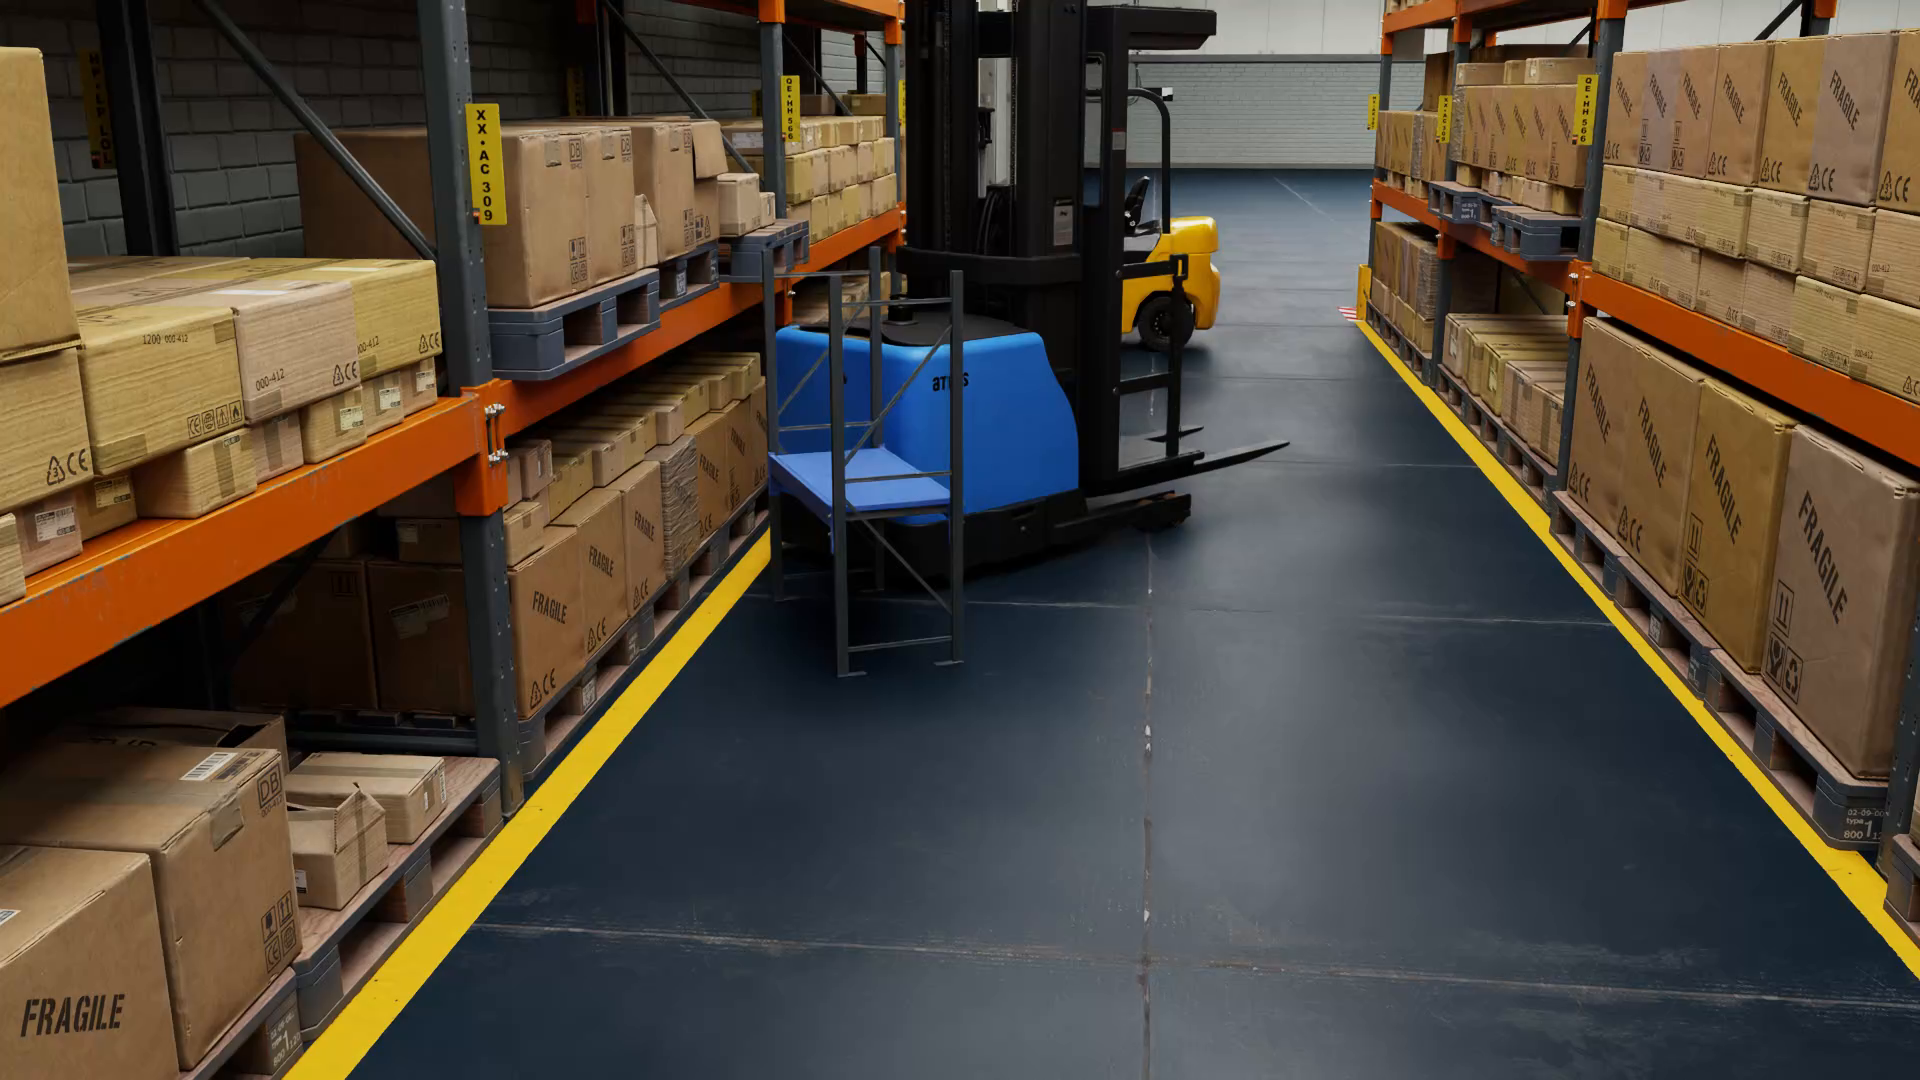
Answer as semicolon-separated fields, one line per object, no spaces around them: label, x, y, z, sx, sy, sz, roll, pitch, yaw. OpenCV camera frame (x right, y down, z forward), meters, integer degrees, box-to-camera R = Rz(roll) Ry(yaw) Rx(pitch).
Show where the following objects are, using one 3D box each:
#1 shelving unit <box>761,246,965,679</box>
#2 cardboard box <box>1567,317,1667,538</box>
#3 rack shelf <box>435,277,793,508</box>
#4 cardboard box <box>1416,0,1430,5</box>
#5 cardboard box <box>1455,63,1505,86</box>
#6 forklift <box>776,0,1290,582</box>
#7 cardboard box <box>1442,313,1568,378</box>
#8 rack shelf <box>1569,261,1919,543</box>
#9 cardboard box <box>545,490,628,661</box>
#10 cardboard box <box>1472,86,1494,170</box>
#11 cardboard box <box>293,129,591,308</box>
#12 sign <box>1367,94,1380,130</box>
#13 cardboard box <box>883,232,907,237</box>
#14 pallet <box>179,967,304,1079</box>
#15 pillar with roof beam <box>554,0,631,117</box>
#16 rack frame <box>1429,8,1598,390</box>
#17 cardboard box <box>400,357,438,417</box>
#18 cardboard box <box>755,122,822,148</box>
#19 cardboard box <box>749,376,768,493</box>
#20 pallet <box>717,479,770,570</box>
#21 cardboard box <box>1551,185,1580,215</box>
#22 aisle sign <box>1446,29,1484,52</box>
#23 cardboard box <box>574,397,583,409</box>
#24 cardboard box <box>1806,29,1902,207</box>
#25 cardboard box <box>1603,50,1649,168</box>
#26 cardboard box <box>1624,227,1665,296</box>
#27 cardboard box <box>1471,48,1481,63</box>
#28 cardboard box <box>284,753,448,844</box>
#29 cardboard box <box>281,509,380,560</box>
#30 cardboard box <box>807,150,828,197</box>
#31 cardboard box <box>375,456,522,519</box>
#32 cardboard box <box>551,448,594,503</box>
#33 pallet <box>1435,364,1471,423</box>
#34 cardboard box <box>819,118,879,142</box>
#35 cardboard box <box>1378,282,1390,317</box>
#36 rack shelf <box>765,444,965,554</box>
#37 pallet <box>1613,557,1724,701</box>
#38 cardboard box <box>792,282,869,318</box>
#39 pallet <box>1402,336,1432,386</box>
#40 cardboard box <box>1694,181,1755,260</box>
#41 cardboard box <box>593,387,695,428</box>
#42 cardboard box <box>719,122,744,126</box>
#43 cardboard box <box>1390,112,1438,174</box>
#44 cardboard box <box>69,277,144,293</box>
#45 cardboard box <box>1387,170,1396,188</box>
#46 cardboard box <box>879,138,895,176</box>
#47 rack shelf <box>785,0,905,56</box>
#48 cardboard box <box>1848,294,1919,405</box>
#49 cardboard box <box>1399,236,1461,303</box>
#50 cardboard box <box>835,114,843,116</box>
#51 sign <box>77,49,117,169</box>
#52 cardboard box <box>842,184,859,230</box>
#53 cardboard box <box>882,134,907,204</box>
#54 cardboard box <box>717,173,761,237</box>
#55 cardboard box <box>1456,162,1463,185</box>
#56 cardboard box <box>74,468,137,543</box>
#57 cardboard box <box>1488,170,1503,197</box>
shelving unit;-0.400;-0.354;6.599;0.538;1.500;1.048;-5;16;-19
cardboard box;3.374;-0.523;7.616;0.875;0.875;0.875;2;15;6
rack shelf;-1.623;-0.802;6.760;1.077;0.370;4.000;2;15;6
cardboard box;3.946;-4.443;13.582;0.380;0.149;0.250;1;15;5
cardboard box;3.582;-3.156;11.280;0.380;0.149;0.250;2;15;6
forklift;0.533;-1.538;8.233;3.031;2.935;1.130;-14;21;-42
cardboard box;3.929;-1.358;11.668;0.950;0.372;0.625;2;15;7
rack shelf;3.309;-0.657;6.222;1.077;0.370;4.000;2;15;6
cardboard box;-1.521;0.116;5.970;0.500;0.500;0.500;1;15;6
cardboard box;3.523;-2.584;10.405;0.500;0.500;0.500;2;15;6
cardboard box;-1.572;-1.000;5.119;0.700;0.500;0.500;2;15;8
sign;3.898;-4.031;15.666;0.100;0.325;0.005;2;15;6
cardboard box;-0.468;-2.441;13.992;0.500;0.250;0.500;2;15;8
pallet;-2.063;1.211;3.279;1.003;0.211;1.213;2;15;6
pillar with roof beam;2.131;-4.802;8.681;9.100;9.000;0.400;2;15;6
rack frame;3.986;-2.560;11.884;1.000;3.000;0.127;2;15;6
cardboard box;-1.634;-0.419;4.447;0.380;0.149;0.250;2;15;7
cardboard box;-1.021;-2.374;9.762;0.380;0.149;0.250;2;15;7
cardboard box;-1.232;-0.548;8.426;0.500;0.500;0.500;2;15;8
pallet;-1.520;-0.129;8.236;1.003;0.211;1.213;2;15;6
cardboard box;3.296;-1.768;8.630;0.380;0.149;0.250;2;15;7
aisle sign;4.733;-4.860;15.409;0.394;0.787;0.004;2;15;6
cardboard box;-1.876;-0.579;7.299;0.380;0.149;0.250;1;15;5
cardboard box;2.935;-1.274;5.020;0.500;0.500;0.500;2;15;7
cardboard box;3.236;-1.933;7.457;0.500;0.500;0.500;1;15;4
cardboard box;3.189;-1.197;7.130;0.500;0.250;0.500;1;15;5
cardboard box;4.414;-3.604;13.066;0.700;0.500;0.500;1;15;5
cardboard box;-1.620;0.696;4.498;0.380;0.149;0.250;1;15;5
cardboard box;-2.094;-0.044;5.318;0.380;0.149;0.250;1;15;4
cardboard box;-1.047;-2.075;9.417;0.500;0.250;0.500;2;15;8
cardboard box;-1.604;-0.170;5.217;0.380;0.149;0.250;1;15;5
cardboard box;-1.555;-0.237;6.035;0.380;0.149;0.250;1;15;5
pallet;3.900;-1.012;11.501;1.003;0.211;1.213;2;15;6
cardboard box;-0.753;-2.770;11.226;0.380;0.149;0.250;1;15;5
cardboard box;4.006;-2.140;14.792;0.500;0.250;0.500;2;15;8
rack shelf;-0.400;-0.181;6.645;0.538;0.185;1.000;-5;16;-19
pallet;3.231;0.341;6.496;1.003;0.211;1.213;2;15;6
cardboard box;-1.089;-1.425;11.431;0.875;0.625;0.625;2;15;6
pallet;4.027;-1.389;12.896;1.003;0.211;1.213;2;15;6
cardboard box;3.034;-1.173;6.085;0.500;0.250;0.500;2;15;7
cardboard box;-1.378;-0.571;7.269;0.380;0.149;0.250;1;15;5
cardboard box;-1.489;-2.387;9.810;0.380;0.149;0.250;2;15;6
cardboard box;3.997;-3.408;14.258;0.500;0.500;0.500;1;15;5
cardboard box;-2.223;-0.451;3.801;0.500;0.250;0.500;2;15;6
cardboard box;3.994;-3.198;14.722;0.380;0.149;0.250;2;15;7
cardboard box;-0.748;-2.739;11.876;0.500;0.250;0.500;1;15;5
rack shelf;-0.721;-4.325;14.041;1.077;0.370;4.000;2;15;6
cardboard box;2.883;-0.537;4.687;0.500;0.250;0.500;1;15;5
cardboard box;3.898;-2.223;13.664;0.500;0.500;0.500;3;15;9
cardboard box;-1.133;-3.292;13.156;0.380;0.149;0.250;2;15;8
sign;-2.401;-1.205;4.653;0.100;0.325;0.005;2;15;6
cardboard box;-0.932;-2.102;10.477;0.500;0.250;0.500;2;15;8
cardboard box;-0.637;-2.861;12.805;0.500;0.500;0.500;1;15;5
cardboard box;-1.195;-1.515;7.502;0.500;0.250;0.500;1;15;4
cardboard box;3.610;-2.508;11.366;0.380;0.149;0.250;2;15;7
cardboard box;-1.845;-0.085;3.211;0.380;0.149;0.250;2;15;7
cardboard box;3.435;-2.170;10.119;0.380;0.149;0.250;2;15;8
